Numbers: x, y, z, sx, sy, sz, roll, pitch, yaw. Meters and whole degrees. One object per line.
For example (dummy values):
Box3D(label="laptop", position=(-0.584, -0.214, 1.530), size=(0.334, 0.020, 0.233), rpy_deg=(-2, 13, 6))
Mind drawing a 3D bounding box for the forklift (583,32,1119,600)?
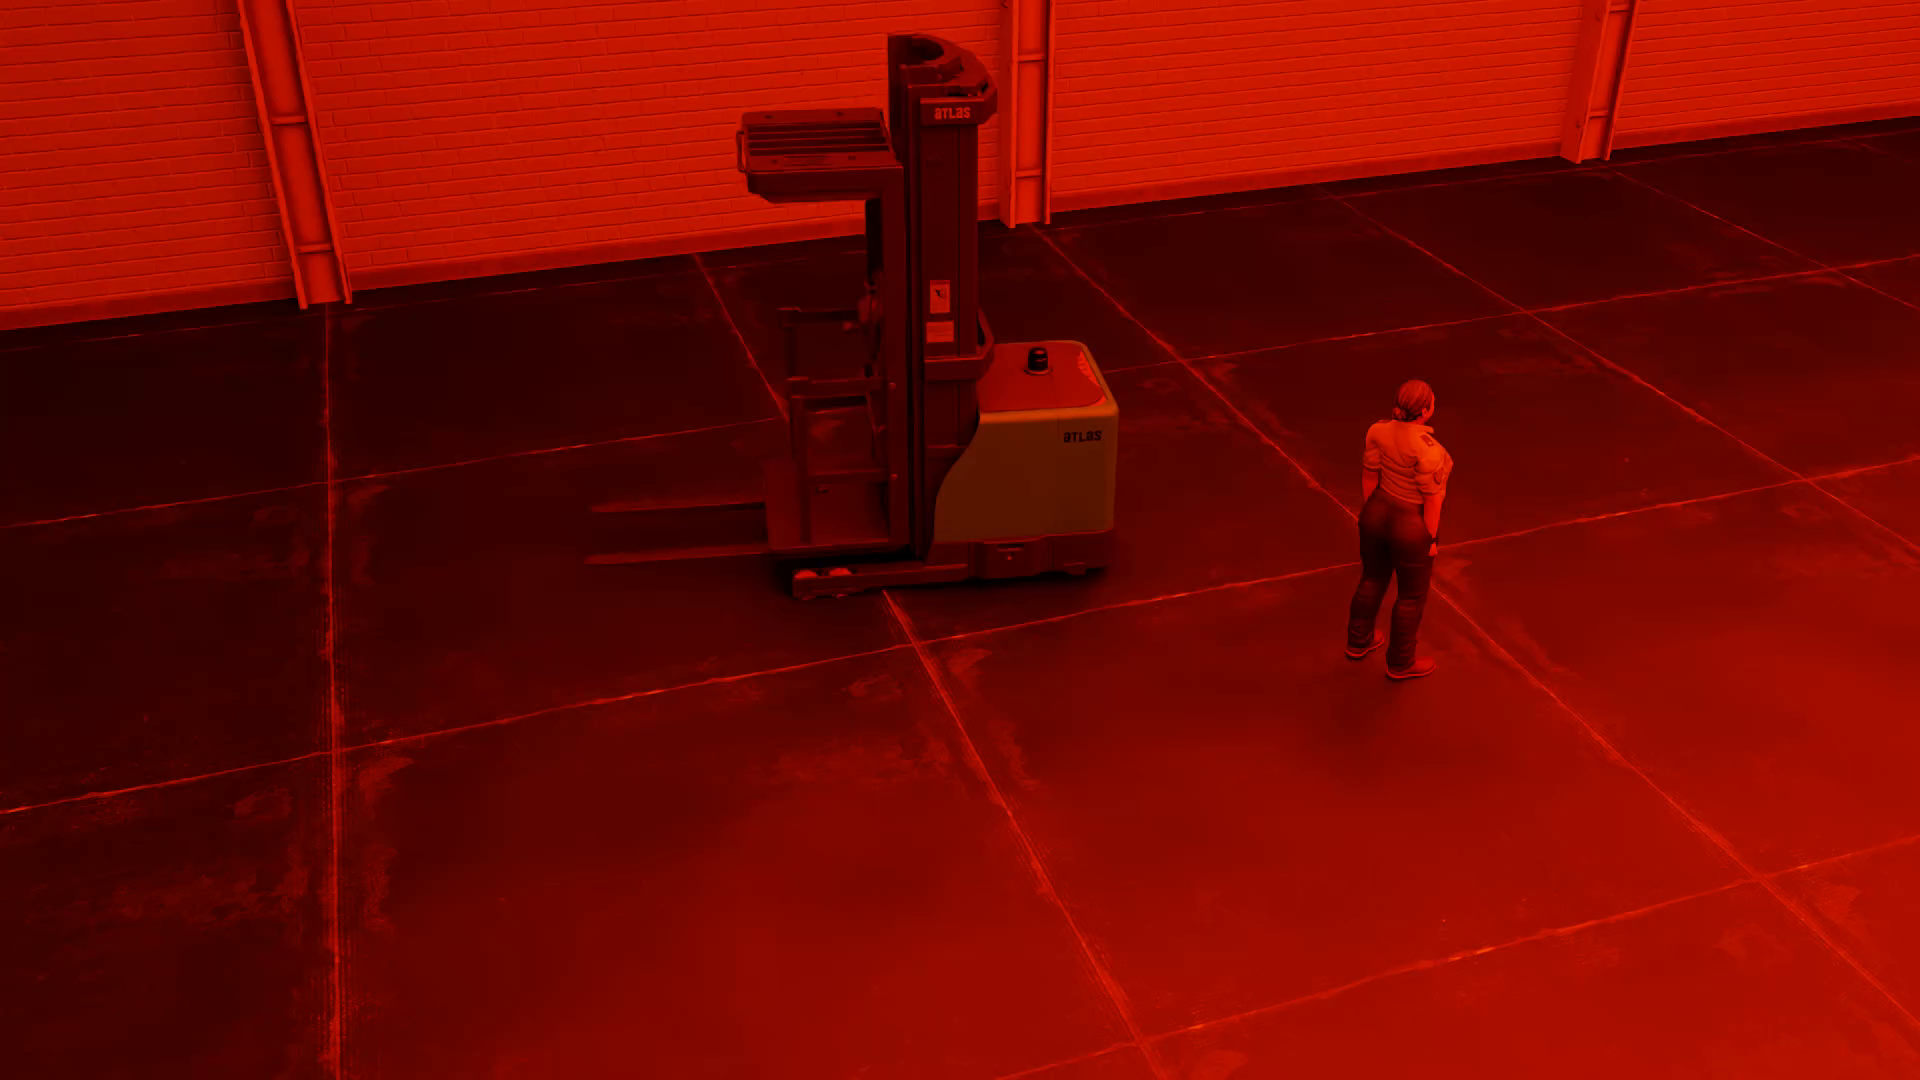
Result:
Box3D(label="forklift", position=(-0.665, -1.210, 9.190), size=(3.031, 2.935, 1.130), rpy_deg=(-4, 30, -7))

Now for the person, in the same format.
Box3D(label="person", position=(2.265, -0.064, 8.494), size=(0.361, 1.650, 0.473), rpy_deg=(-22, 36, -33))
